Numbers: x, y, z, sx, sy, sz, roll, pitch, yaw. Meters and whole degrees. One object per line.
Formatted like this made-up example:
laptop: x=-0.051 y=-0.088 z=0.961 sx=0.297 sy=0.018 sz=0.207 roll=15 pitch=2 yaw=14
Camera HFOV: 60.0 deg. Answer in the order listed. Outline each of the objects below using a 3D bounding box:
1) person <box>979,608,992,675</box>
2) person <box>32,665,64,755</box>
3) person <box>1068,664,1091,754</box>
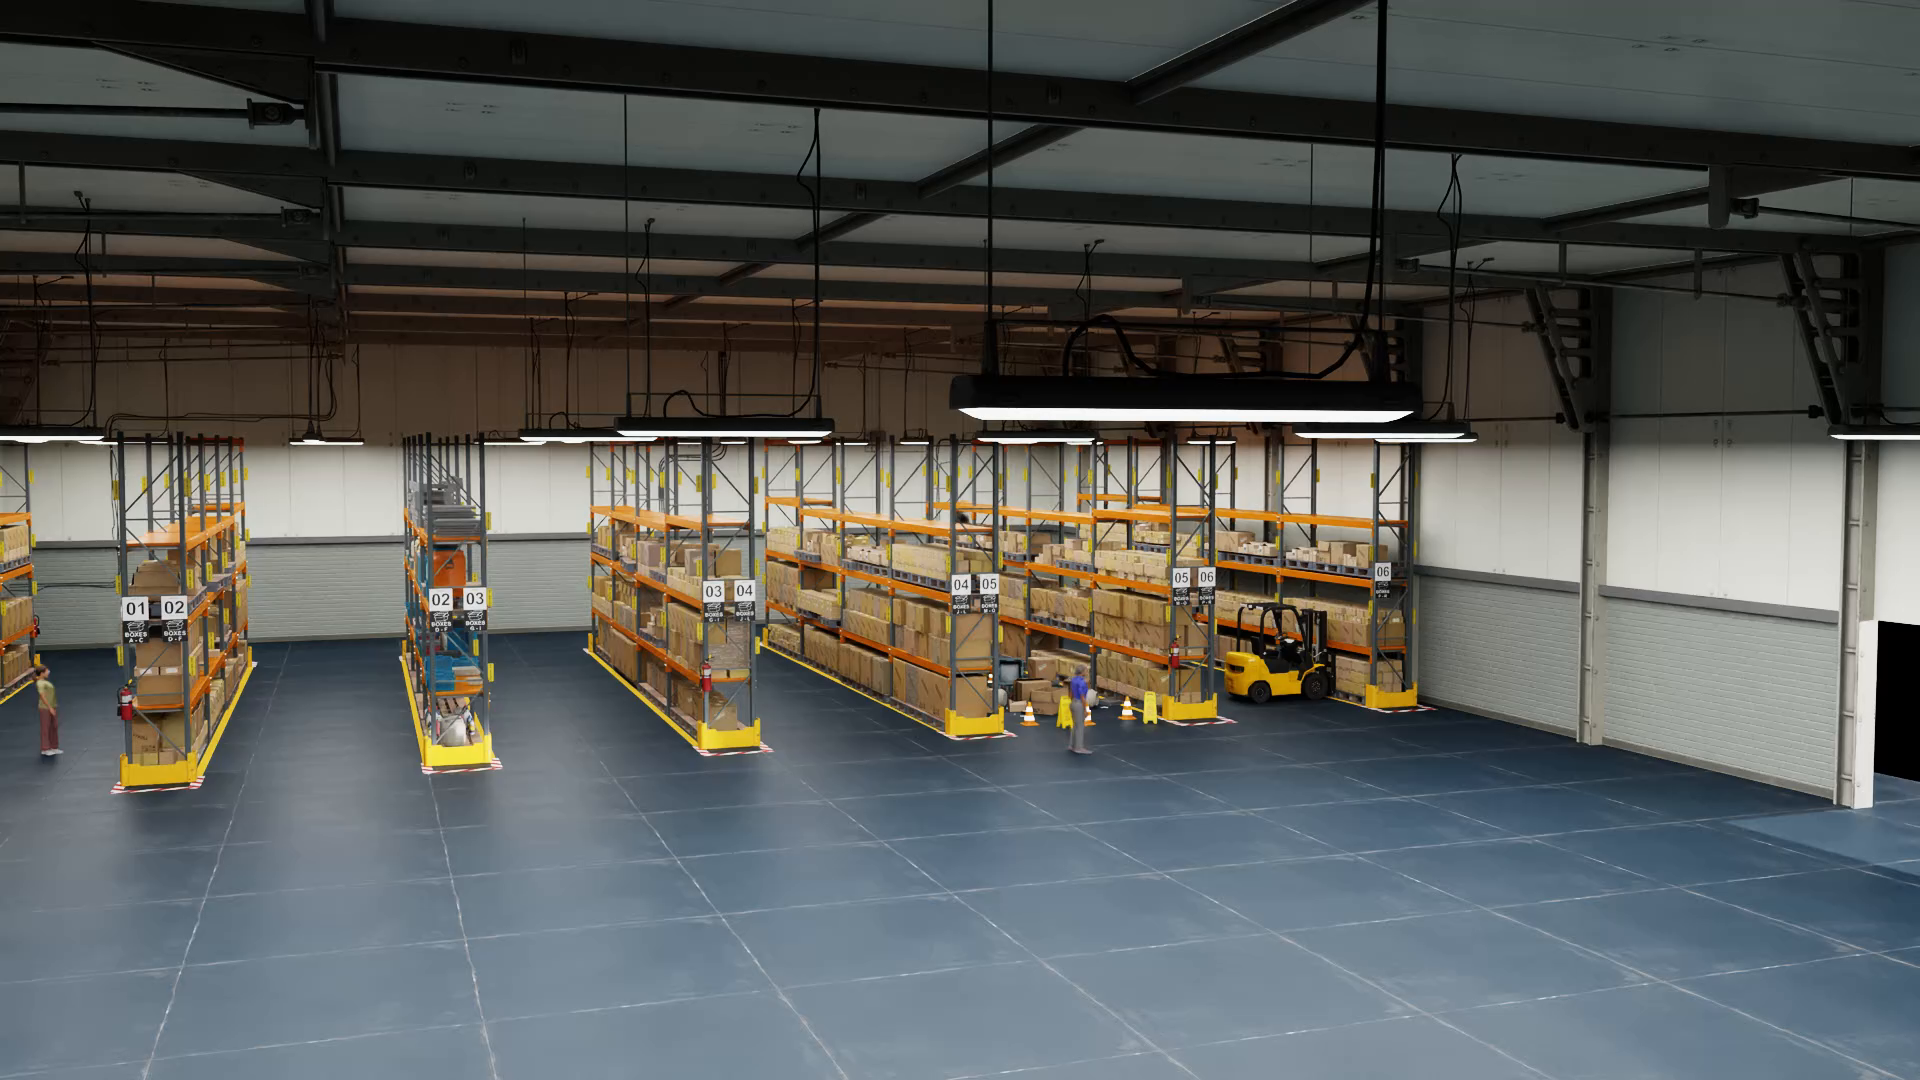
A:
person: x=0.538 y=2.521 z=41.773 sx=0.564 sy=1.783 sz=0.777 roll=-2 pitch=4 yaw=-32
person: x=-17.012 y=3.178 z=31.020 sx=0.474 sy=1.707 sz=0.520 roll=0 pitch=3 yaw=-1
person: x=2.239 y=3.208 z=31.254 sx=0.336 sy=1.744 sz=0.550 roll=-1 pitch=3 yaw=-20
